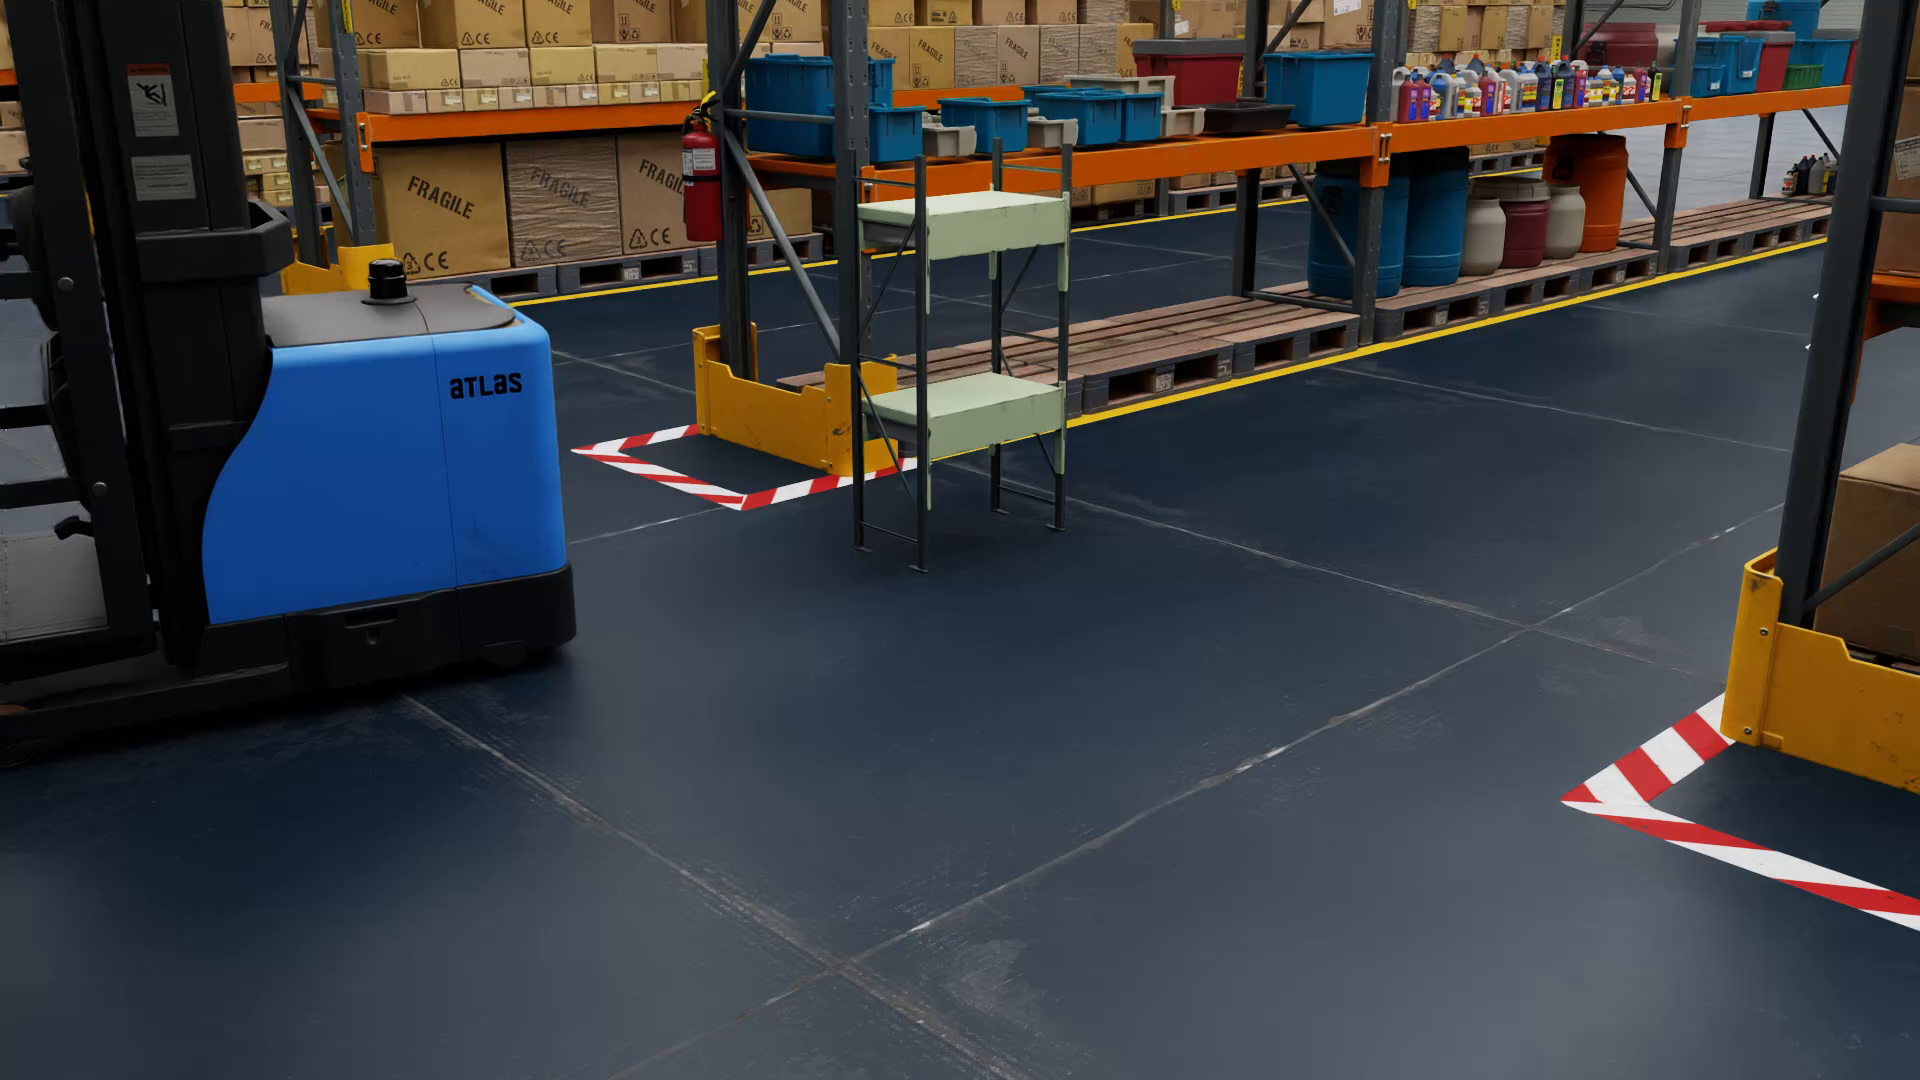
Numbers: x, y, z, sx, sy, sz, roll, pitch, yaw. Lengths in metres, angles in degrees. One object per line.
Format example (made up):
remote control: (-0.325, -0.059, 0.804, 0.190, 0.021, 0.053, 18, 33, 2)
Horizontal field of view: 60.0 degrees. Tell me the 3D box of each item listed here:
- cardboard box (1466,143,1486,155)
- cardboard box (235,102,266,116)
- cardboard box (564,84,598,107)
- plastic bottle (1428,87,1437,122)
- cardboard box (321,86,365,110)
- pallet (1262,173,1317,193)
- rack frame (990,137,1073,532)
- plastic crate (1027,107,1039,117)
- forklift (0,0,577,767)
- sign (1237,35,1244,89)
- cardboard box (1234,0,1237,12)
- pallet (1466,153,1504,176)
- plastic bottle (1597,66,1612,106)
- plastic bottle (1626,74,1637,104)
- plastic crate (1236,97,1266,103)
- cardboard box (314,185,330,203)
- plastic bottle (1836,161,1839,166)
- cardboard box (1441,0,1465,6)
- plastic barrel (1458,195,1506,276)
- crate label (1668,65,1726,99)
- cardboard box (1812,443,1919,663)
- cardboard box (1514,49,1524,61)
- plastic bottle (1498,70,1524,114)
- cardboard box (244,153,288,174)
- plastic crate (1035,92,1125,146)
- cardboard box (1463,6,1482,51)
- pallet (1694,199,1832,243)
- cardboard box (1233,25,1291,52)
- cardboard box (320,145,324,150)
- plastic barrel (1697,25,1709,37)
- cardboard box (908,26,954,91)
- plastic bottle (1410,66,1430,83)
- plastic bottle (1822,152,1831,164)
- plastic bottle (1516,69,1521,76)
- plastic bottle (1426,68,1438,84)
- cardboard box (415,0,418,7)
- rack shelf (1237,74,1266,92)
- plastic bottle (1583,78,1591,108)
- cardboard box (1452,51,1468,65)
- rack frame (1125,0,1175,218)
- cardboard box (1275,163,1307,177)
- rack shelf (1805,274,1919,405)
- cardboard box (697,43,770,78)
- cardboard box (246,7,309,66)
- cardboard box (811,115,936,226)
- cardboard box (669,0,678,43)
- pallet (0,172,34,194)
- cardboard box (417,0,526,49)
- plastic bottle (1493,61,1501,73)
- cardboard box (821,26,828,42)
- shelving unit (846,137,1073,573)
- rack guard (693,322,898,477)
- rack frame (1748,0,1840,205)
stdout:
cardboard box: (6.107, -4.991, 20.388, 0.500, 0.500, 0.500, -14, 22, -36)
cardboard box: (-10.604, -6.340, 24.546, 0.500, 0.500, 0.500, -17, 24, -42)
cardboard box: (-2.758, -3.137, 11.702, 0.250, 0.149, 0.380, -17, 24, -41)
plastic bottle: (2.862, -2.664, 10.159, 0.097, 0.201, 0.097, 0, 18, 0)
cardboard box: (-4.143, -3.012, 11.317, 0.250, 0.149, 0.380, -16, 24, -40)
pallet: (3.980, -4.033, 18.581, 1.213, 0.211, 1.003, -16, 24, -41)
rack frame: (0.271, -0.792, 6.497, 0.023, 1.500, 0.400, -16, 24, -41)
plastic crate: (0.304, -2.178, 8.668, 0.250, 0.136, 0.298, -16, 24, -41)
forklift: (-2.772, -0.929, 4.599, 3.031, 2.935, 1.130, -9, 20, -27)
sign: (1.758, -2.975, 10.347, 0.005, 0.325, 0.100, -16, 24, -41)
cardboard box: (3.484, -7.883, 23.940, 0.550, 0.550, 0.875, -16, 24, -41)
pallet: (5.895, -4.608, 20.355, 1.213, 0.211, 1.003, -16, 24, -41)
plastic bottle: (4.493, -3.173, 11.615, 0.097, 0.271, 0.097, 0, 18, 0)
plastic bottle: (4.776, -3.222, 11.881, 0.097, 0.201, 0.097, 0, 18, 0)
plastic crate: (1.698, -2.556, 9.835, 0.243, 0.136, 0.396, -16, 24, -41)
cardboard box: (-5.977, -3.264, 15.629, 0.380, 0.149, 0.250, 16, 24, 41)
plastic bottle: (8.680, -3.624, 16.491, 0.133, 0.283, 0.061, -16, 24, -41)
cardboard box: (5.408, -6.334, 18.891, 0.500, 0.500, 0.500, -16, 24, -41)
plastic barrel: (3.527, -2.097, 11.441, 0.421, 0.512, 0.421, 0, 18, 0)
crate label: (5.604, -3.493, 12.665, 0.416, 0.233, 0.303, -16, 24, -41)
cardboard box: (2.854, 0.048, 4.811, 0.500, 0.500, 0.500, -16, 24, -41)
cardboard box: (6.655, -5.935, 20.335, 0.250, 0.149, 0.380, -16, 24, -41)
plastic bottle: (3.574, -2.918, 10.824, 0.135, 0.276, 0.152, -16, 24, -41)
cardboard box: (-6.383, -3.457, 15.262, 0.380, 0.149, 0.250, 16, 24, 41)
plastic crate: (0.590, -2.078, 8.205, 0.300, 0.233, 0.416, -16, 24, -41)
cardboard box: (5.595, -6.022, 19.549, 0.500, 0.500, 0.875, -16, 24, -41)
pallet: (7.403, -2.913, 15.127, 1.213, 0.211, 1.003, -16, 24, -41)
cardboard box: (3.014, -5.109, 16.941, 0.500, 0.250, 0.500, 17, 25, 42)
cardboard box: (-6.149, -3.737, 16.124, 0.250, 0.149, 0.380, -16, 24, -41)
plastic barrel: (5.947, -3.975, 13.701, 0.421, 0.512, 0.421, 0, 18, 0)
cardboard box: (-0.398, -4.025, 13.874, 0.500, 0.500, 0.500, -16, 24, -41)
plastic bottle: (3.097, -3.078, 11.317, 0.135, 0.276, 0.152, -16, 24, -41)
plastic bottle: (8.591, -3.674, 16.534, 0.185, 0.351, 0.144, -16, 24, -41)
plastic bottle: (3.719, -3.008, 11.108, 0.097, 0.271, 0.097, 0, 18, 0)
plastic bottle: (3.196, -3.052, 11.243, 0.097, 0.271, 0.097, 0, 18, 0)
cardboard box: (-5.131, -5.356, 15.875, 0.500, 0.500, 0.500, 17, 25, 42)
rack shelf: (3.091, -4.759, 17.464, 4.000, 0.370, 1.077, -16, 24, -41)
plastic bottle: (4.281, -3.078, 11.435, 0.097, 0.201, 0.097, 0, 18, 0)
cardboard box: (5.645, -5.591, 19.274, 0.250, 0.149, 0.380, -16, 24, -41)
rack frame: (1.638, -4.677, 16.046, 0.127, 3.000, 1.000, -16, 24, -41)
cardboard box: (3.318, -4.204, 17.927, 0.700, 0.500, 0.500, 15, 23, 39)
rack shelf: (4.081, -0.843, 5.386, 4.000, 0.370, 1.077, -16, 24, -41)
cardboard box: (-1.784, -3.637, 12.599, 0.500, 0.250, 0.500, -15, 23, -39)
cardboard box: (-6.257, -4.557, 15.032, 0.500, 0.500, 0.500, -16, 24, -40)
cardboard box: (-0.817, -3.159, 14.127, 0.875, 0.875, 1.225, -16, 24, -41)
cardboard box: (-2.156, -4.109, 12.841, 0.500, 0.500, 0.500, -16, 24, -41)
pallet: (-10.457, -4.063, 18.674, 1.213, 0.211, 1.003, -16, 24, -41)
cardboard box: (-3.278, -3.556, 11.133, 0.500, 0.500, 0.500, -17, 25, -42)
plastic bottle: (3.872, -3.327, 12.072, 0.133, 0.283, 0.061, -16, 24, -41)
cardboard box: (-1.116, -4.037, 13.911, 0.500, 0.500, 0.500, -16, 24, -41)
shelving unit: (0.005, -0.715, 6.258, 0.755, 1.500, 0.431, -16, 24, -41)
rack guard: (-0.781, -0.675, 7.755, 0.348, 0.500, 1.175, -16, 24, -41)
rack frame: (7.947, -4.415, 15.237, 0.127, 3.000, 1.000, -16, 24, -41)
